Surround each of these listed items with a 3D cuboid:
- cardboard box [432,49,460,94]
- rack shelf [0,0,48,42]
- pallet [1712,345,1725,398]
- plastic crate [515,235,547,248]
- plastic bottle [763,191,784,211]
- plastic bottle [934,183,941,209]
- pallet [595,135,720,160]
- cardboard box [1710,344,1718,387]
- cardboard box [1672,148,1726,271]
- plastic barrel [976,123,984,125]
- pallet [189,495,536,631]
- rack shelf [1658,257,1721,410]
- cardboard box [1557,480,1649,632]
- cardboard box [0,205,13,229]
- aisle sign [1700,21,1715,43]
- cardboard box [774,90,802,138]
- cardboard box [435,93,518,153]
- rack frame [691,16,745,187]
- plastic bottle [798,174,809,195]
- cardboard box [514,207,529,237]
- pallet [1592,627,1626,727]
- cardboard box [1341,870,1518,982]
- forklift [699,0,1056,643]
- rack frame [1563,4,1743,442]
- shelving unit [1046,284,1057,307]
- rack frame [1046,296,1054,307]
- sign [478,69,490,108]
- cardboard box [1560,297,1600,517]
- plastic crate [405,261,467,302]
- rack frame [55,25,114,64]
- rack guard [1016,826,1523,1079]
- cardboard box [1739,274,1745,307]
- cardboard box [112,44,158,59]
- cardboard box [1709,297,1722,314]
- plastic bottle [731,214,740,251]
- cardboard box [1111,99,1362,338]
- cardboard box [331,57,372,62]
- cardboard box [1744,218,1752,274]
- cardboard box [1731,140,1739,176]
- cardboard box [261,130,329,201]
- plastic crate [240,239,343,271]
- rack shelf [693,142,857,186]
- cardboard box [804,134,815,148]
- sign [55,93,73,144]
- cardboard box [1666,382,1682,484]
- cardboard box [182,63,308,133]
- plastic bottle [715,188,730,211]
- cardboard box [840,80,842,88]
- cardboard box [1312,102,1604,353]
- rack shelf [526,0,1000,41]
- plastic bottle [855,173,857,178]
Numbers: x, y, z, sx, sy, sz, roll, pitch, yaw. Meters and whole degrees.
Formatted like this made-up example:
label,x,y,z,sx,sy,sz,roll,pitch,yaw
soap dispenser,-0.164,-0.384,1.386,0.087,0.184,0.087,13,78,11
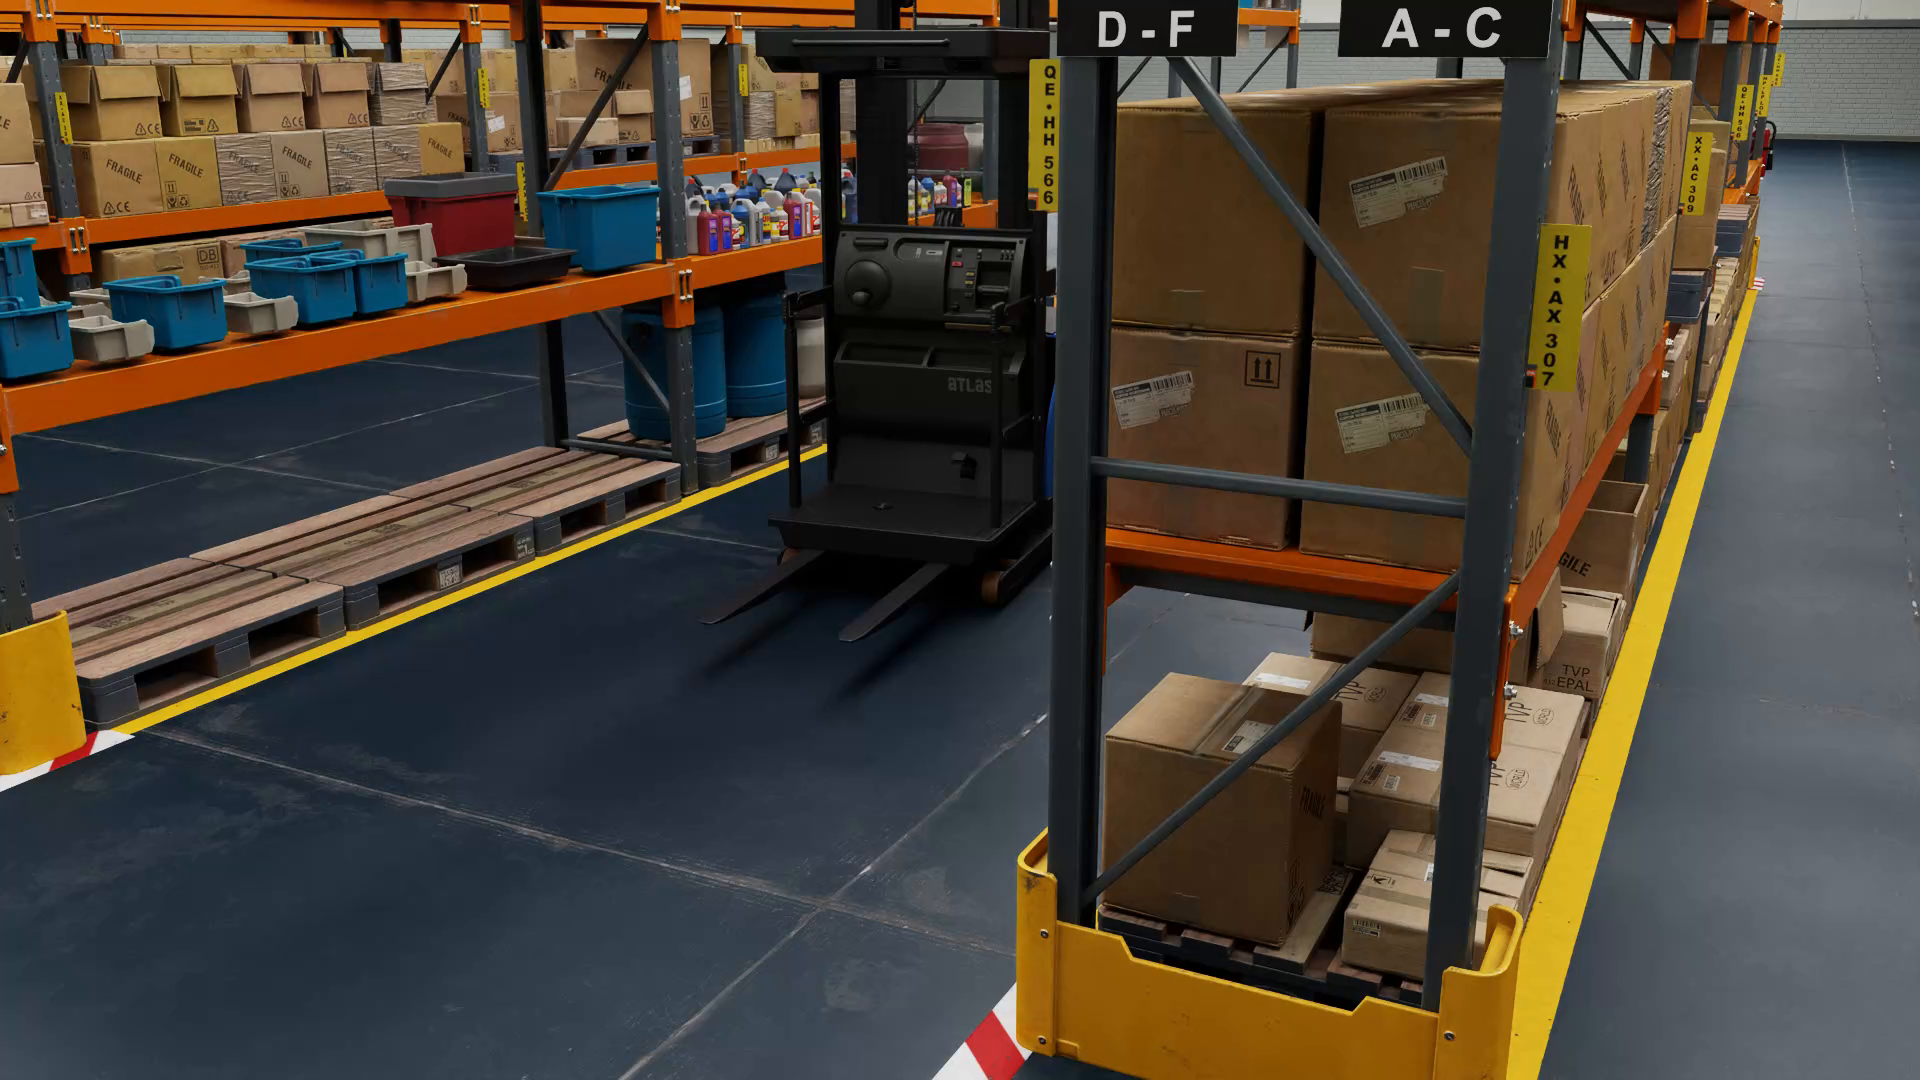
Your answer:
label,x,y,z,sx,sy,sz,roll,pitch,yaw
cardboard box,-6.868,-5.918,21.020,0.875,0.550,0.550,8,18,25
rack shelf,-7.281,-2.973,9.260,1.077,0.370,4.000,8,18,25
pallet,5.210,-1.324,12.612,1.003,0.211,1.213,8,18,25
plastic crate,-2.292,-1.561,8.869,0.396,0.136,0.243,8,18,25
plastic bottle,-1.131,-2.024,10.289,0.152,0.276,0.135,8,18,25
plastic bottle,-0.183,-2.415,11.735,0.097,0.201,0.097,0,17,0
pallet,-3.284,-4.159,17.595,1.003,0.211,1.213,8,18,25
cardboard box,4.981,-1.254,11.570,0.500,0.250,0.500,8,18,24
cardboard box,2.885,-1.469,7.290,0.700,0.500,0.500,2,17,7
plastic barrel,0.288,-3.228,13.927,0.421,0.512,0.421,0,17,0
pallet,-2.794,0.082,7.878,1.003,0.211,1.213,8,18,25
rack shelf,3.367,-1.292,8.871,1.077,0.370,4.000,8,18,25
cardboard box,2.472,0.041,6.736,0.500,0.500,0.500,8,18,25
cardboard box,-6.346,-2.084,10.712,0.380,0.149,0.250,8,19,26
aisle sign,7.591,-5.486,17.162,0.394,0.787,0.004,8,18,25
cardboard box,-2.302,-4.847,18.877,0.875,0.500,0.500,8,18,25
cardboard box,-4.395,-3.800,15.136,0.500,0.500,0.500,6,17,19
rack frame,-2.813,-4.427,18.160,1.000,3.000,0.127,8,18,25
plastic bottle,-1.097,-2.410,11.597,0.097,0.271,0.097,0,17,0
cardboard box,-4.328,-2.955,15.504,0.500,0.250,0.500,9,19,28
pallet,2.165,0.384,6.862,1.003,0.211,1.213,8,18,25
cardboard box,1.180,0.984,4.178,0.380,0.149,0.250,8,18,25
forklift,-0.214,-1.237,7.540,1.130,2.935,3.031,6,18,19
rack frame,4.260,-2.147,10.483,1.000,3.000,0.127,8,18,25
shelving unit,0.442,-0.935,9.698,0.538,1.125,1.048,6,18,19
rack frame,0.270,-0.799,9.239,0.500,1.125,0.032,6,18,19
sign,-4.102,-3.893,14.330,0.100,0.325,0.005,8,18,25
cardboard box,1.346,-0.368,4.321,0.500,0.500,0.500,8,18,25
plastic crate,-2.466,-1.179,7.585,0.293,0.136,0.466,8,18,25
rack frame,-11.678,-5.688,22.405,1.000,3.000,0.127,8,18,25
rack guard,0.720,1.070,4.044,1.175,0.500,0.348,8,18,25
cardboard box,6.754,-2.255,14.940,0.500,0.250,0.500,8,18,25
cardboard box,-11.288,-6.442,22.491,0.700,0.500,0.500,8,18,25
cardboard box,4.984,-1.530,11.513,0.500,0.311,0.500,8,18,24
plastic bottle,-1.316,-1.769,9.559,0.097,0.201,0.097,0,17,0
cardboard box,0.639,-0.785,3.966,0.500,0.500,0.500,8,18,25
cardboard box,-7.422,-5.484,19.787,0.700,0.500,0.500,8,18,24
cardboard box,6.752,-2.615,14.834,0.500,0.500,0.500,8,18,25
cardboard box,6.698,-3.590,15.166,0.700,0.500,0.500,8,18,26
cardboard box,-5.284,-2.910,12.879,0.500,0.500,0.500,8,19,26
plastic crate,-3.056,-1.244,7.634,0.416,0.233,0.300,8,18,25
rack shelf,-1.919,-4.591,19.978,1.077,0.370,4.000,8,18,25
cardboard box,-1.911,-4.644,19.334,0.380,0.149,0.250,8,18,25
sign,-5.890,-2.772,10.929,0.100,0.325,0.005,8,18,25
cardboard box,3.592,-0.625,8.978,0.500,0.500,0.500,7,18,23
cardboard box,-5.529,-3.415,12.817,0.797,0.503,0.637,9,19,27
plastic bottle,-1.501,-2.083,10.497,0.097,0.271,0.097,0,17,0
cardboard box,-1.725,-5.563,19.530,0.500,0.500,0.500,8,18,25
cardboard box,1.120,-0.716,3.734,0.500,0.500,0.500,9,19,27
rack shelf,-1.063,-3.361,10.569,1.077,0.370,4.000,8,18,25
plastic bottle,-0.728,-2.621,12.306,0.097,0.271,0.097,0,17,0
